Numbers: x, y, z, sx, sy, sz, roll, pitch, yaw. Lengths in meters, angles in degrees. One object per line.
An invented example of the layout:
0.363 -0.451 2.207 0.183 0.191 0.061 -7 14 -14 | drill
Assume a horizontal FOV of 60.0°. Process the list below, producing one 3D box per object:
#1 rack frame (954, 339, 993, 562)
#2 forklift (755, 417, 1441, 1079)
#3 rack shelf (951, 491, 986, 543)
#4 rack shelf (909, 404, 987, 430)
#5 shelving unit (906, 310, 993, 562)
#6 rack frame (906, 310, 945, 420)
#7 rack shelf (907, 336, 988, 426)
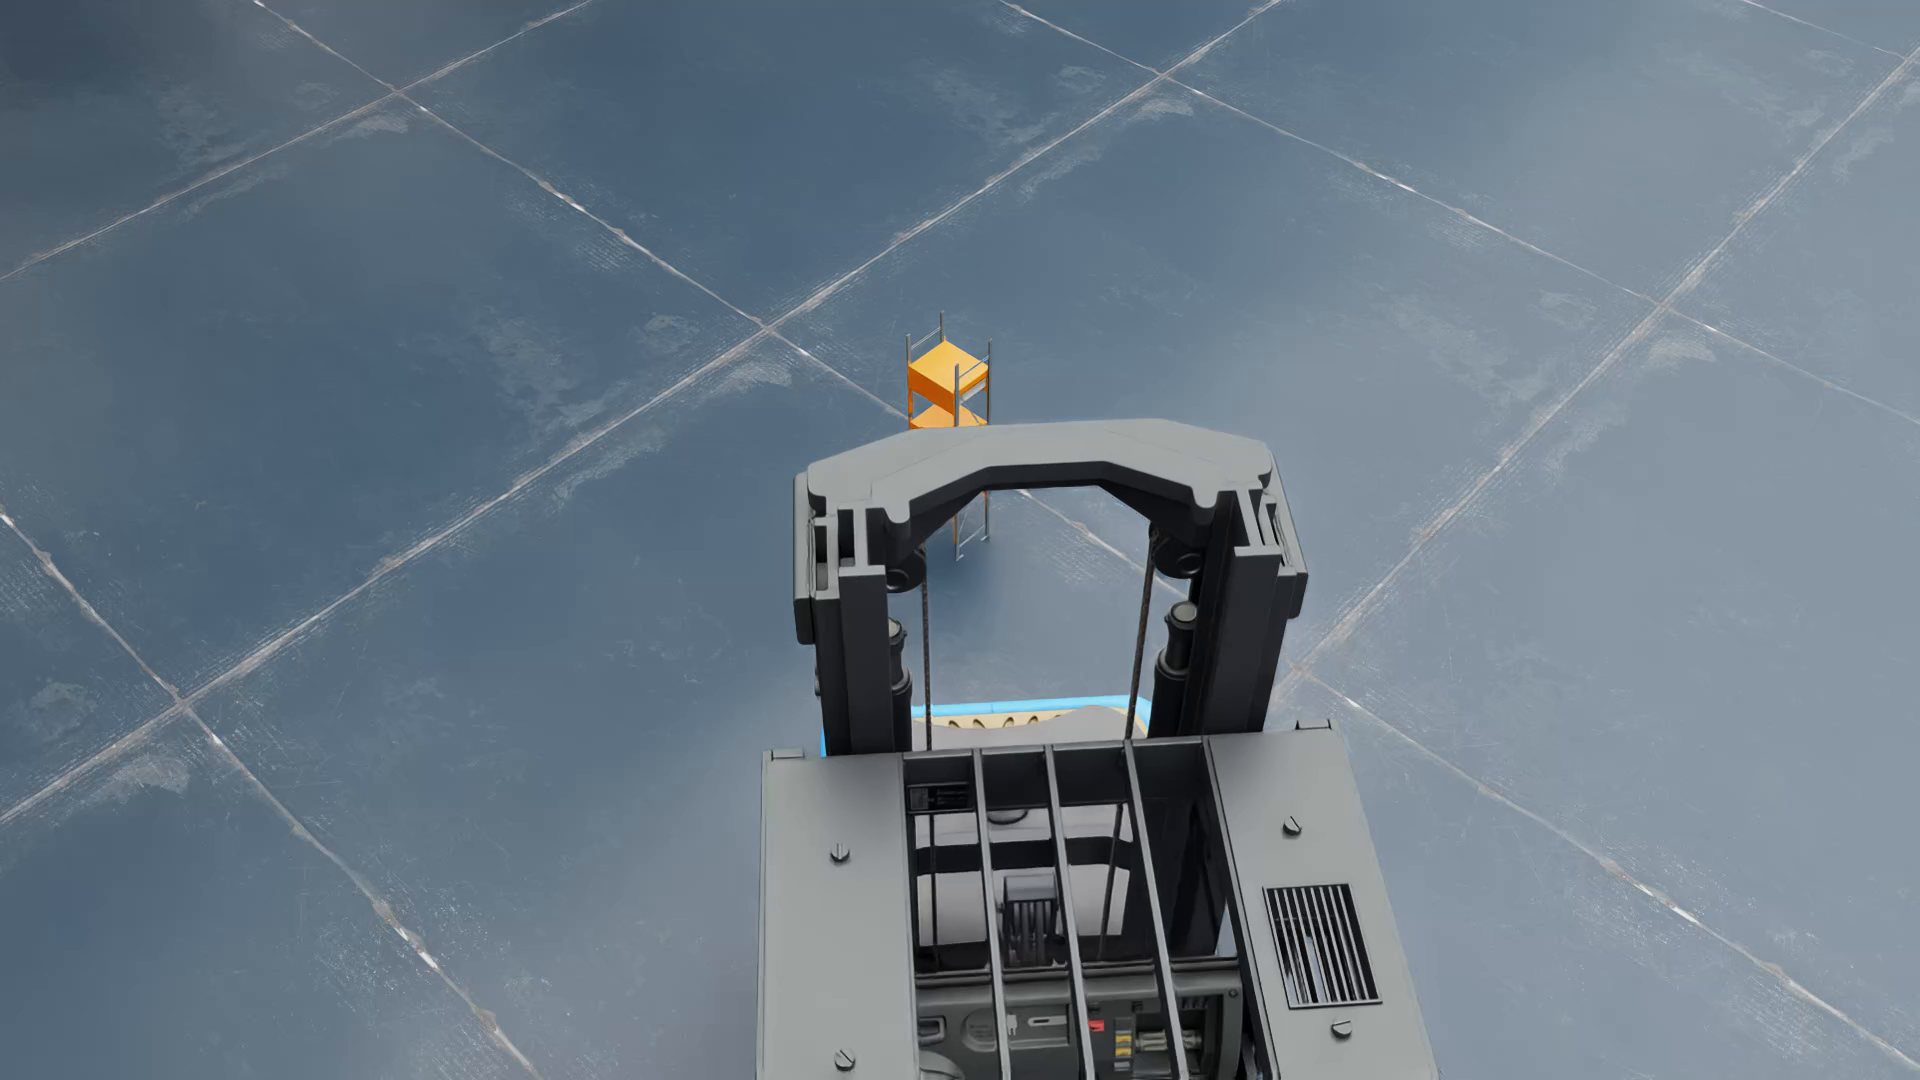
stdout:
0.050 -0.326 6.444 0.008 1.050 0.200 34 55 28 | rack frame
0.194 1.287 3.640 1.130 2.935 3.031 -3 47 -3 | forklift
-0.039 -0.188 6.711 0.240 0.259 0.215 34 55 28 | rack shelf
-0.039 -0.379 6.508 0.240 0.259 0.215 34 55 28 | rack shelf
-0.039 -0.386 6.501 0.252 1.050 0.215 34 55 28 | shelving unit
-0.129 -0.446 6.557 0.008 1.050 0.200 34 55 28 | rack frame
-0.039 -0.573 6.301 0.240 0.259 0.215 34 55 28 | rack shelf
